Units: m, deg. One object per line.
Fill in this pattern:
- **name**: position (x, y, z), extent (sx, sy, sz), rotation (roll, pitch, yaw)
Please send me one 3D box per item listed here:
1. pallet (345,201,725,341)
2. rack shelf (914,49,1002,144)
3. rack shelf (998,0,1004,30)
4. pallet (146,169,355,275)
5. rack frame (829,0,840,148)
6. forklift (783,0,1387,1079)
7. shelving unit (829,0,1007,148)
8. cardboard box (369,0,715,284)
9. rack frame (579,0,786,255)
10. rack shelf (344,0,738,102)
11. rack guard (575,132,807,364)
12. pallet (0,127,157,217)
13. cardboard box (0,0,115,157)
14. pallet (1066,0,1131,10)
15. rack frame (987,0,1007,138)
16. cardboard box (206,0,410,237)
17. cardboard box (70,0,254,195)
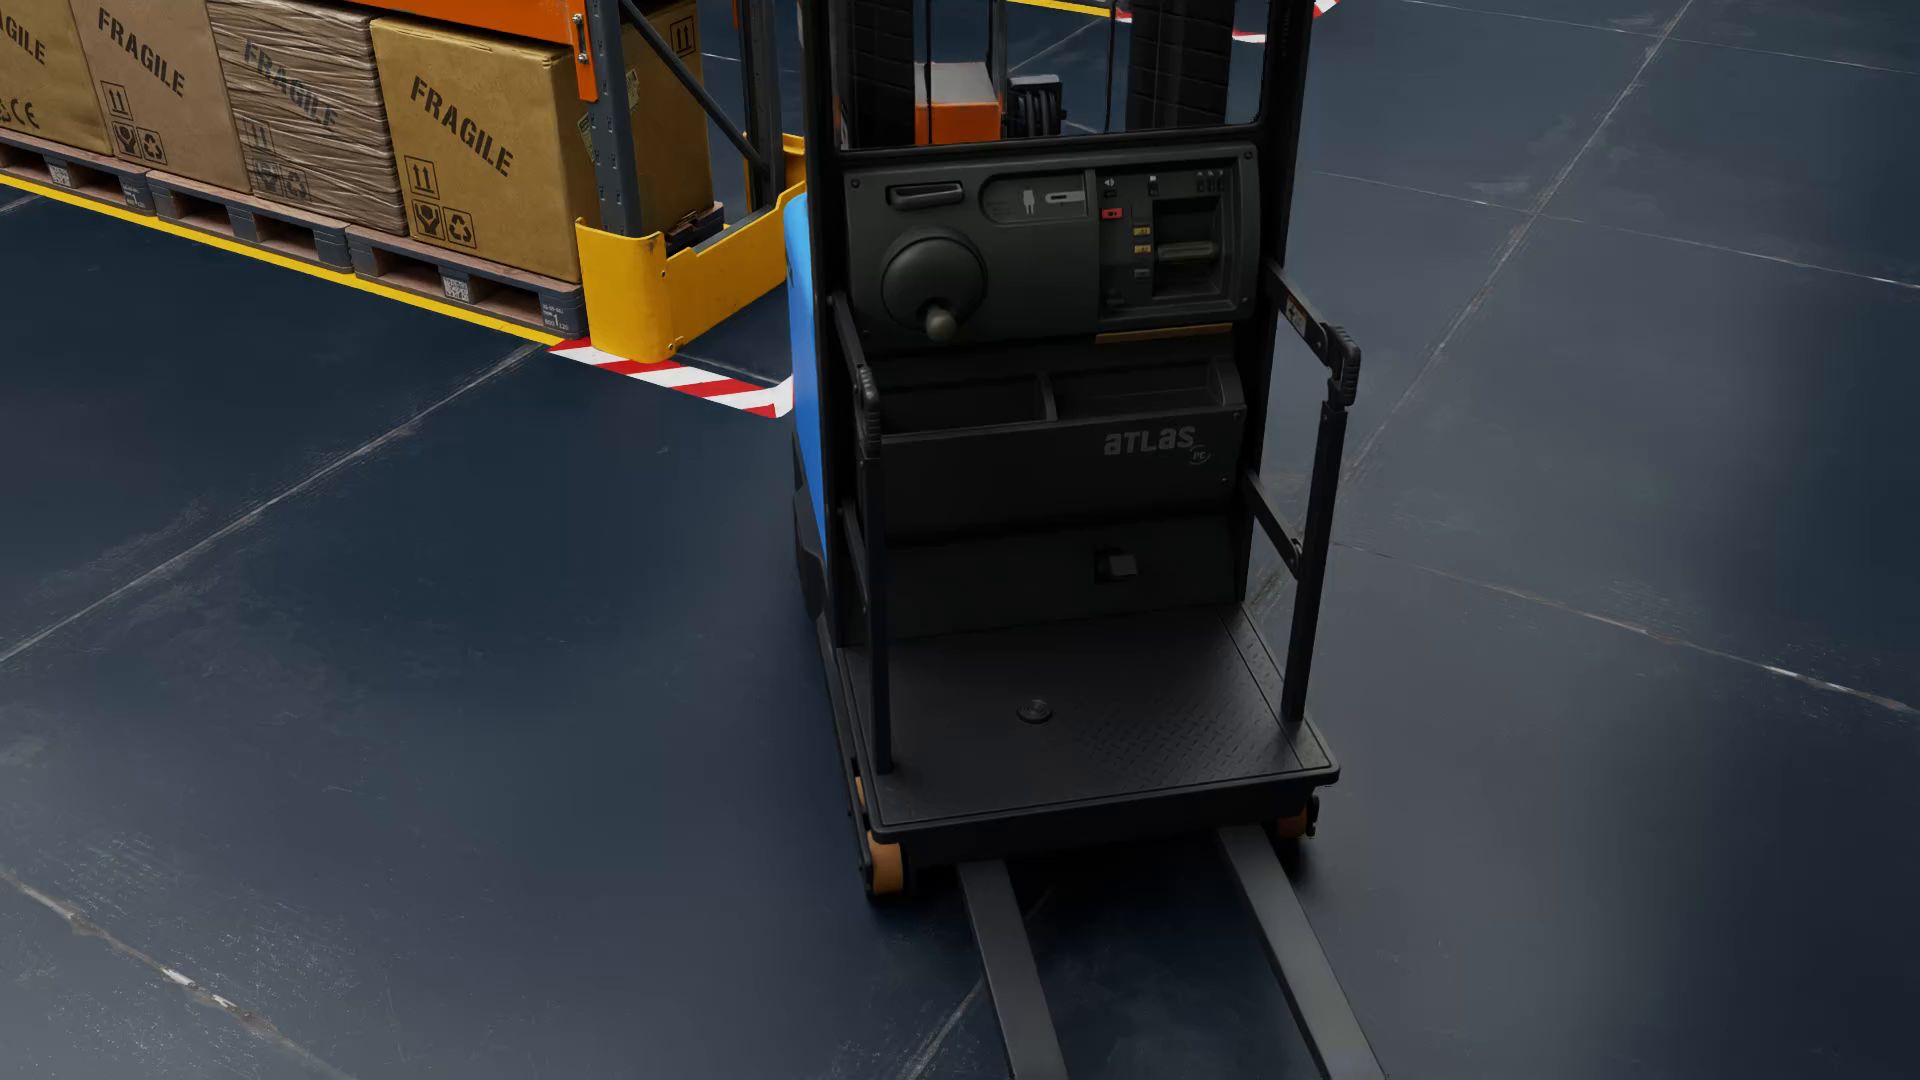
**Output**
- **pallet**: position (-1.752, -1.253, 6.941), extent (1.213, 0.211, 1.003), rotation (18, 37, 24)
- **rack shelf**: position (-0.132, -1.203, 5.186), extent (0.480, 0.518, 0.431), rotation (-3, 34, -4)
- **rack shelf**: position (-0.134, -1.786, 4.798), extent (0.480, 0.518, 0.431), rotation (-3, 34, -4)
- **pallet**: position (-2.807, -1.589, 7.445), extent (1.213, 0.211, 1.003), rotation (18, 37, 24)
- **rack frame**: position (-0.375, -1.201, 5.160), extent (0.015, 2.100, 0.400), rotation (-3, 34, -4)
- **forklift**: position (0.255, -0.595, 3.499), extent (1.130, 2.935, 3.031), rotation (-6, 34, -9)
- **shelving unit**: position (-0.133, -1.215, 5.178), extent (0.503, 2.100, 0.431), rotation (-3, 34, -4)
- **cardboard box**: position (-1.615, -1.659, 6.573), extent (0.875, 0.875, 0.875), rotation (18, 37, 24)
- **rack frame**: position (-1.019, -2.231, 5.894), extent (0.127, 3.000, 1.000), rotation (18, 37, 24)
- **rack shelf**: position (-2.756, -2.482, 6.920), extent (4.000, 0.370, 1.077), rotation (18, 37, 24)
- **rack guard**: position (-0.998, -1.184, 6.577), extent (0.348, 0.500, 1.175), rotation (18, 37, 24)
- **pallet**: position (-3.871, -1.924, 7.948), extent (1.213, 0.211, 1.003), rotation (18, 37, 24)
- **cardboard box**: position (-3.959, -2.402, 7.688), extent (0.875, 0.875, 0.875), rotation (18, 37, 24)
- **pallet**: position (0.742, -3.699, 10.615), extent (1.213, 0.211, 1.003), rotation (18, 37, 24)
- **rack frame**: position (0.110, -1.228, 5.197), extent (0.015, 2.100, 0.400), rotation (-3, 34, -4)
- **cardboard box**: position (-2.405, -1.909, 6.949), extent (0.875, 0.875, 0.875), rotation (18, 37, 24)
- **cardboard box**: position (-3.177, -2.154, 7.317), extent (0.875, 0.875, 0.875), rotation (18, 37, 24)
